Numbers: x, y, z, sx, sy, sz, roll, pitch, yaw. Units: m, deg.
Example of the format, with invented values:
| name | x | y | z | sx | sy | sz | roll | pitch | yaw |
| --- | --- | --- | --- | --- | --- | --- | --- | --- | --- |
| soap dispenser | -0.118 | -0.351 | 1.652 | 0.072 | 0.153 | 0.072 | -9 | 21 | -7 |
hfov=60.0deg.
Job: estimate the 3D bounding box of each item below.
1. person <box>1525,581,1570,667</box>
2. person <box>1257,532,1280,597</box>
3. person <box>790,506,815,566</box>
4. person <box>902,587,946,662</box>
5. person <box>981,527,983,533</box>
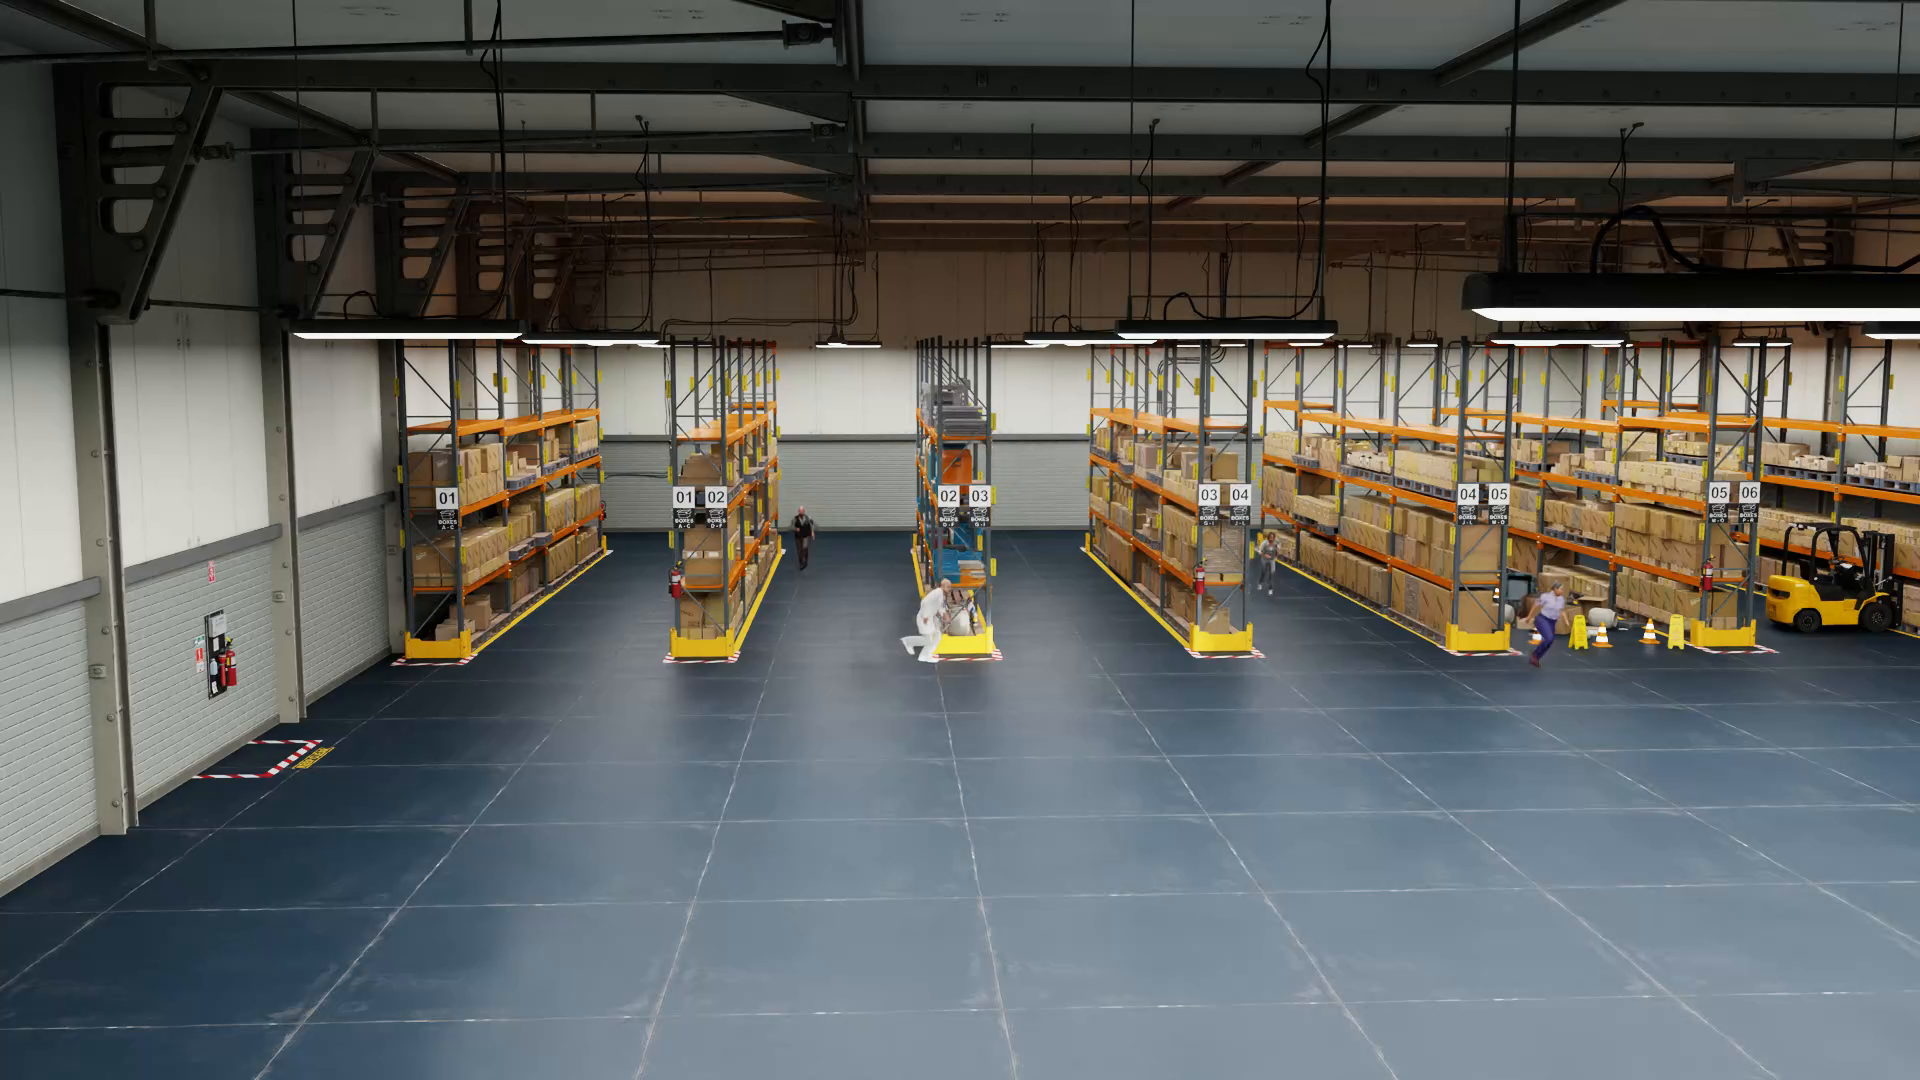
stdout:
| name | x | y | z | sx | sy | sz | roll | pitch | yaw |
| --- | --- | --- | --- | --- | --- | --- | --- | --- | --- |
| person | 10.647 | 1.525 | 30.091 | 0.613 | 1.584 | 0.720 | -4 | 8 | -31 |
| person | 7.244 | 0.541 | 39.233 | 0.586 | 1.545 | 0.912 | -1 | 7 | -10 |
| person | -4.062 | -0.082 | 42.860 | 0.609 | 1.596 | 0.836 | 0 | 6 | 3 |
| person | -0.684 | 1.557 | 30.636 | 0.844 | 1.417 | 0.725 | 2 | 7 | 21 |
| person | 0.545 | -0.680 | 49.308 | 0.867 | 1.686 | 0.480 | -6 | 9 | -45 |
